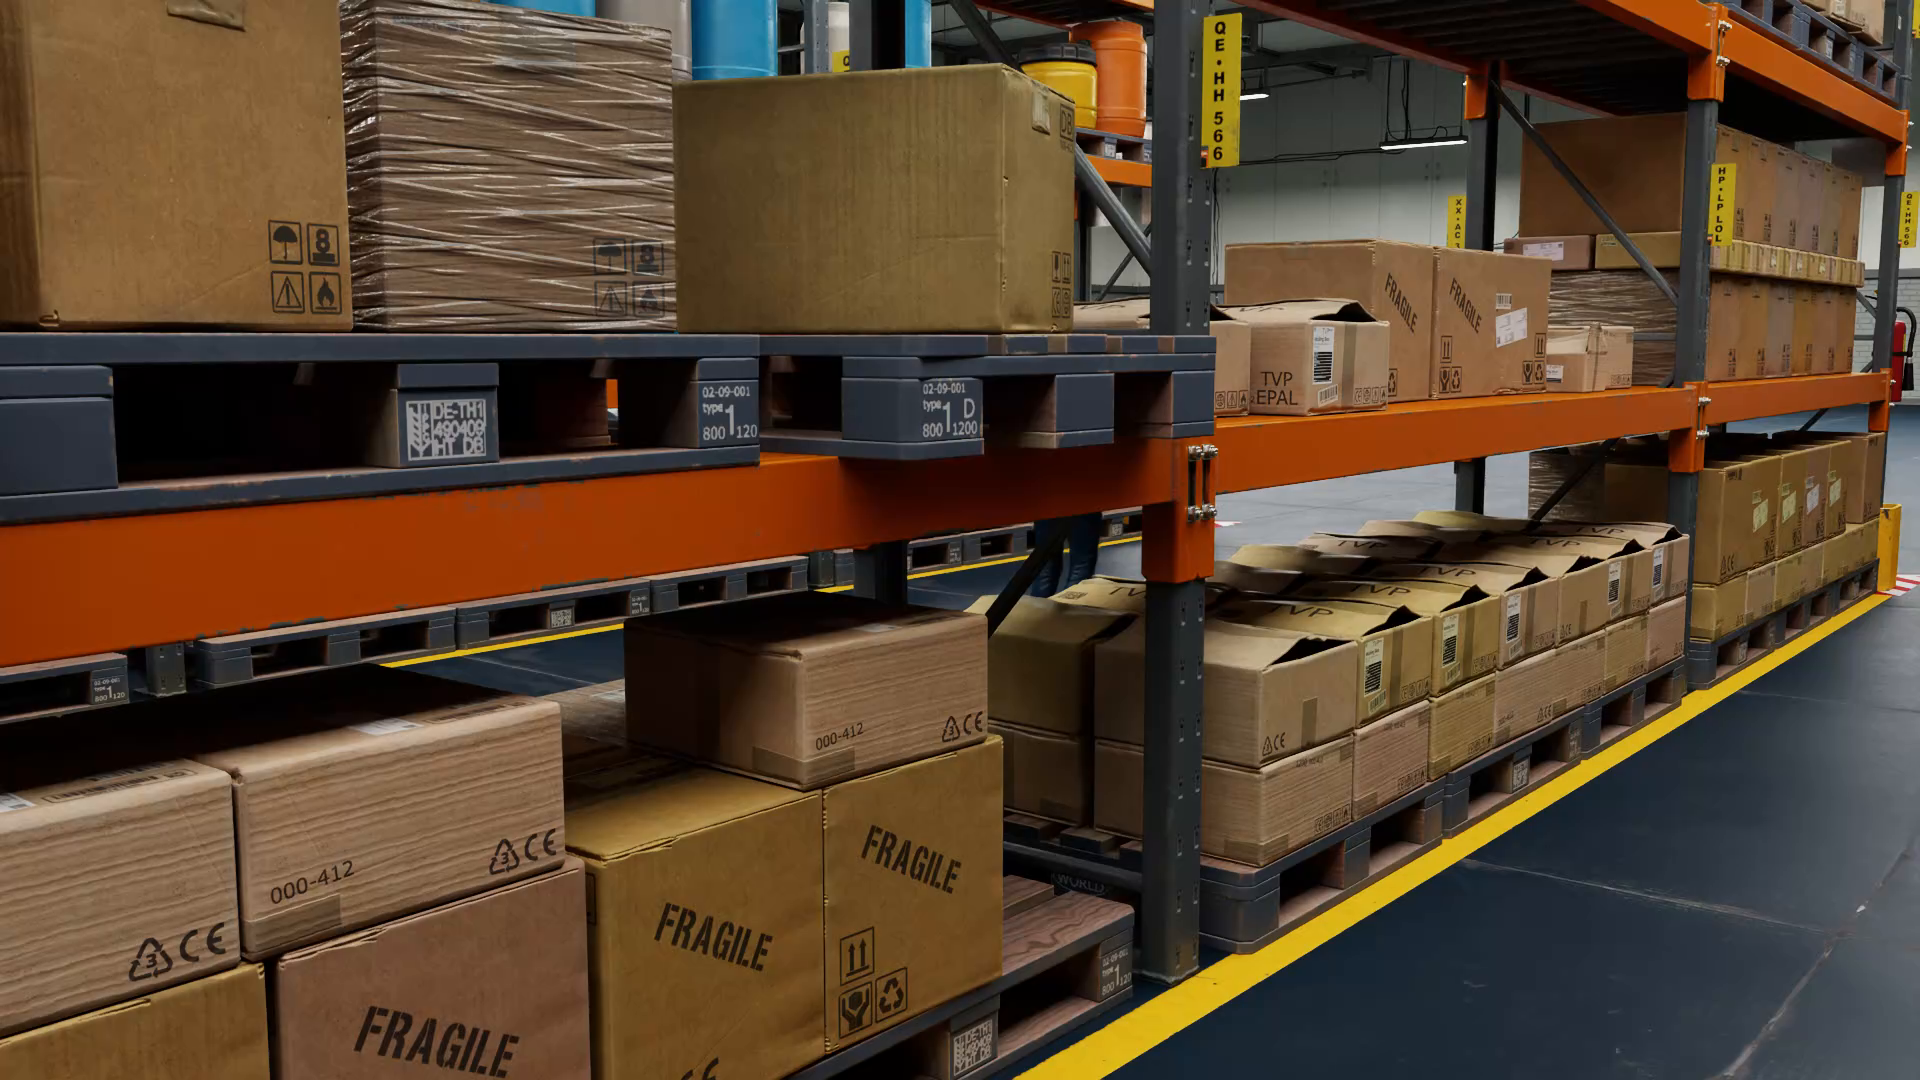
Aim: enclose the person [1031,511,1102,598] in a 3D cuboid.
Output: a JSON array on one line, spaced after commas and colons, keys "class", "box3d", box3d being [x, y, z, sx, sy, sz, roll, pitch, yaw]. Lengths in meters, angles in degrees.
[{"class": "person", "box3d": [0.477, -0.208, 7.593, 0.405, 1.600, 0.300, 6, 9, 40]}]
